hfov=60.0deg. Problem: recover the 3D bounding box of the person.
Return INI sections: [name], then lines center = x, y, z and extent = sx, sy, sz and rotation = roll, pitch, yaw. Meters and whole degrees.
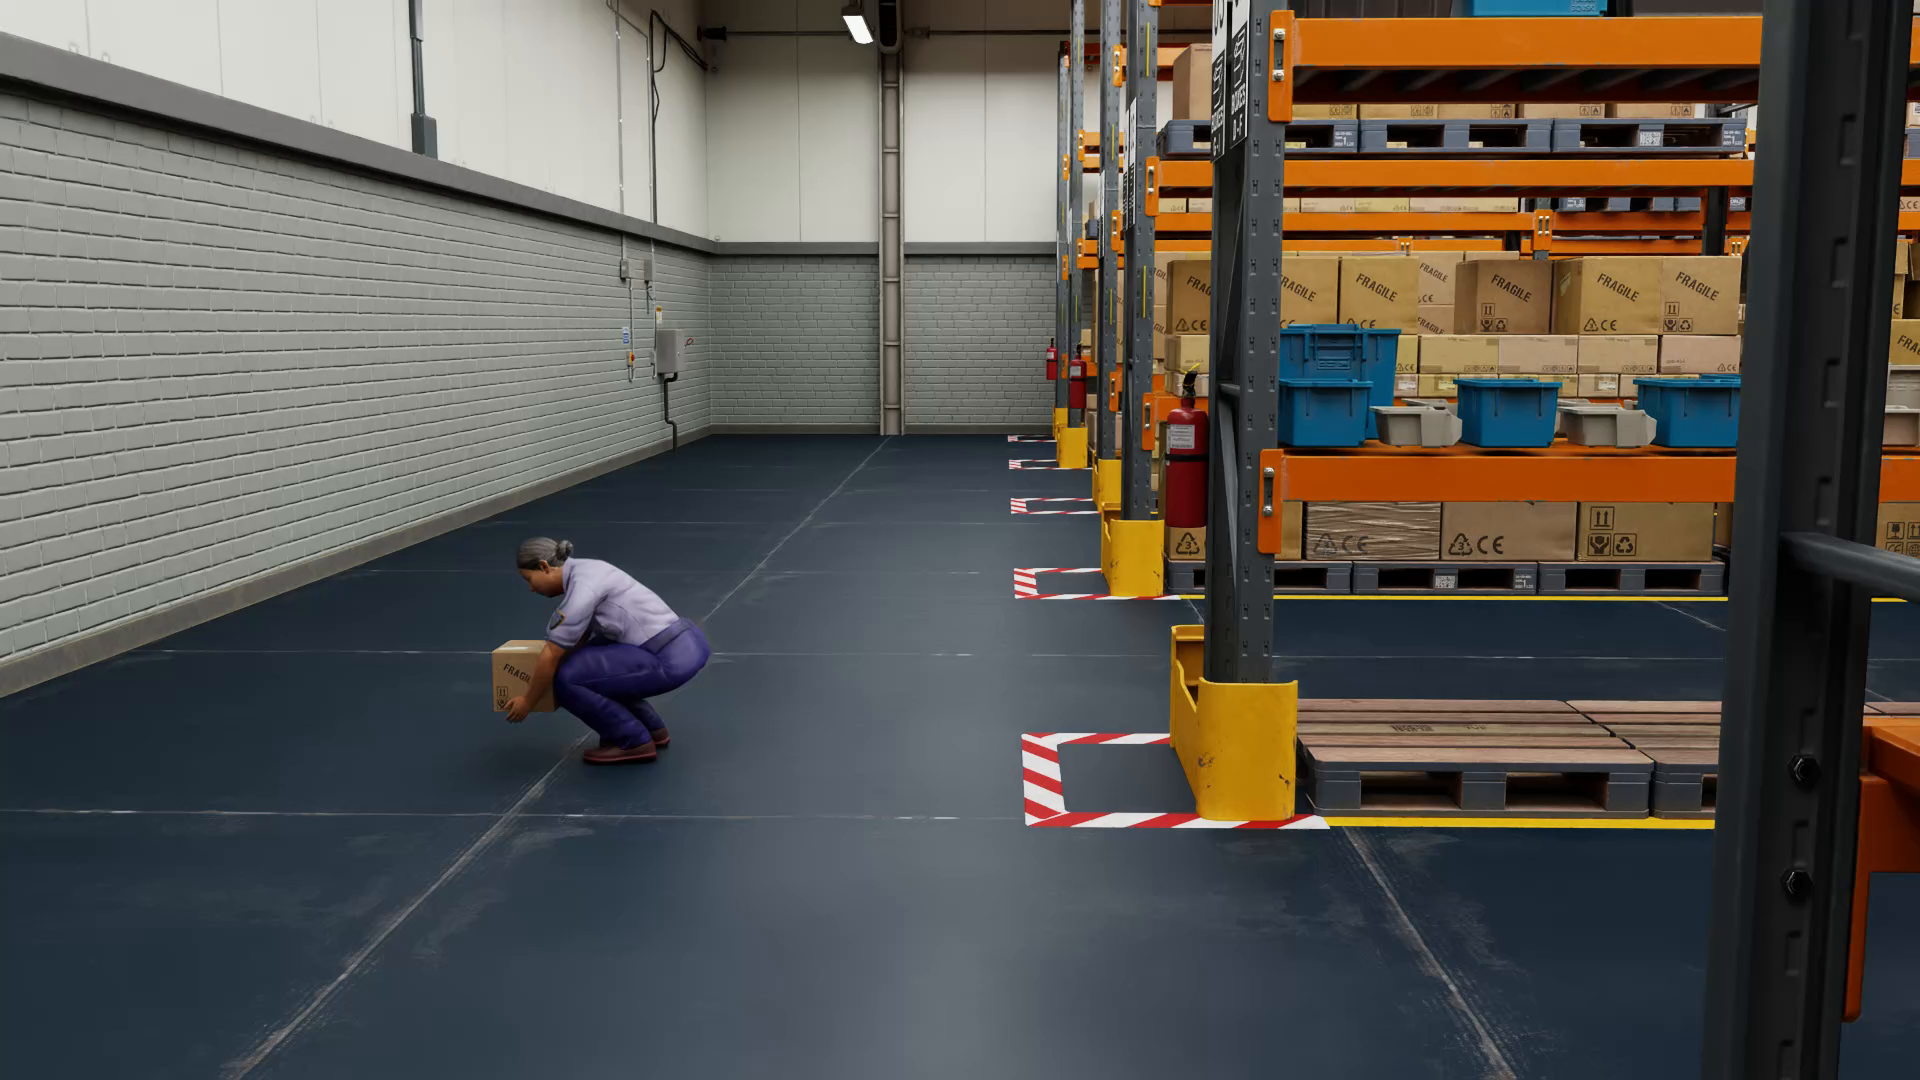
[person]
center = -1.449, 0.437, 6.821
extent = 0.810, 0.923, 0.532
rotation = 0, 7, 2
